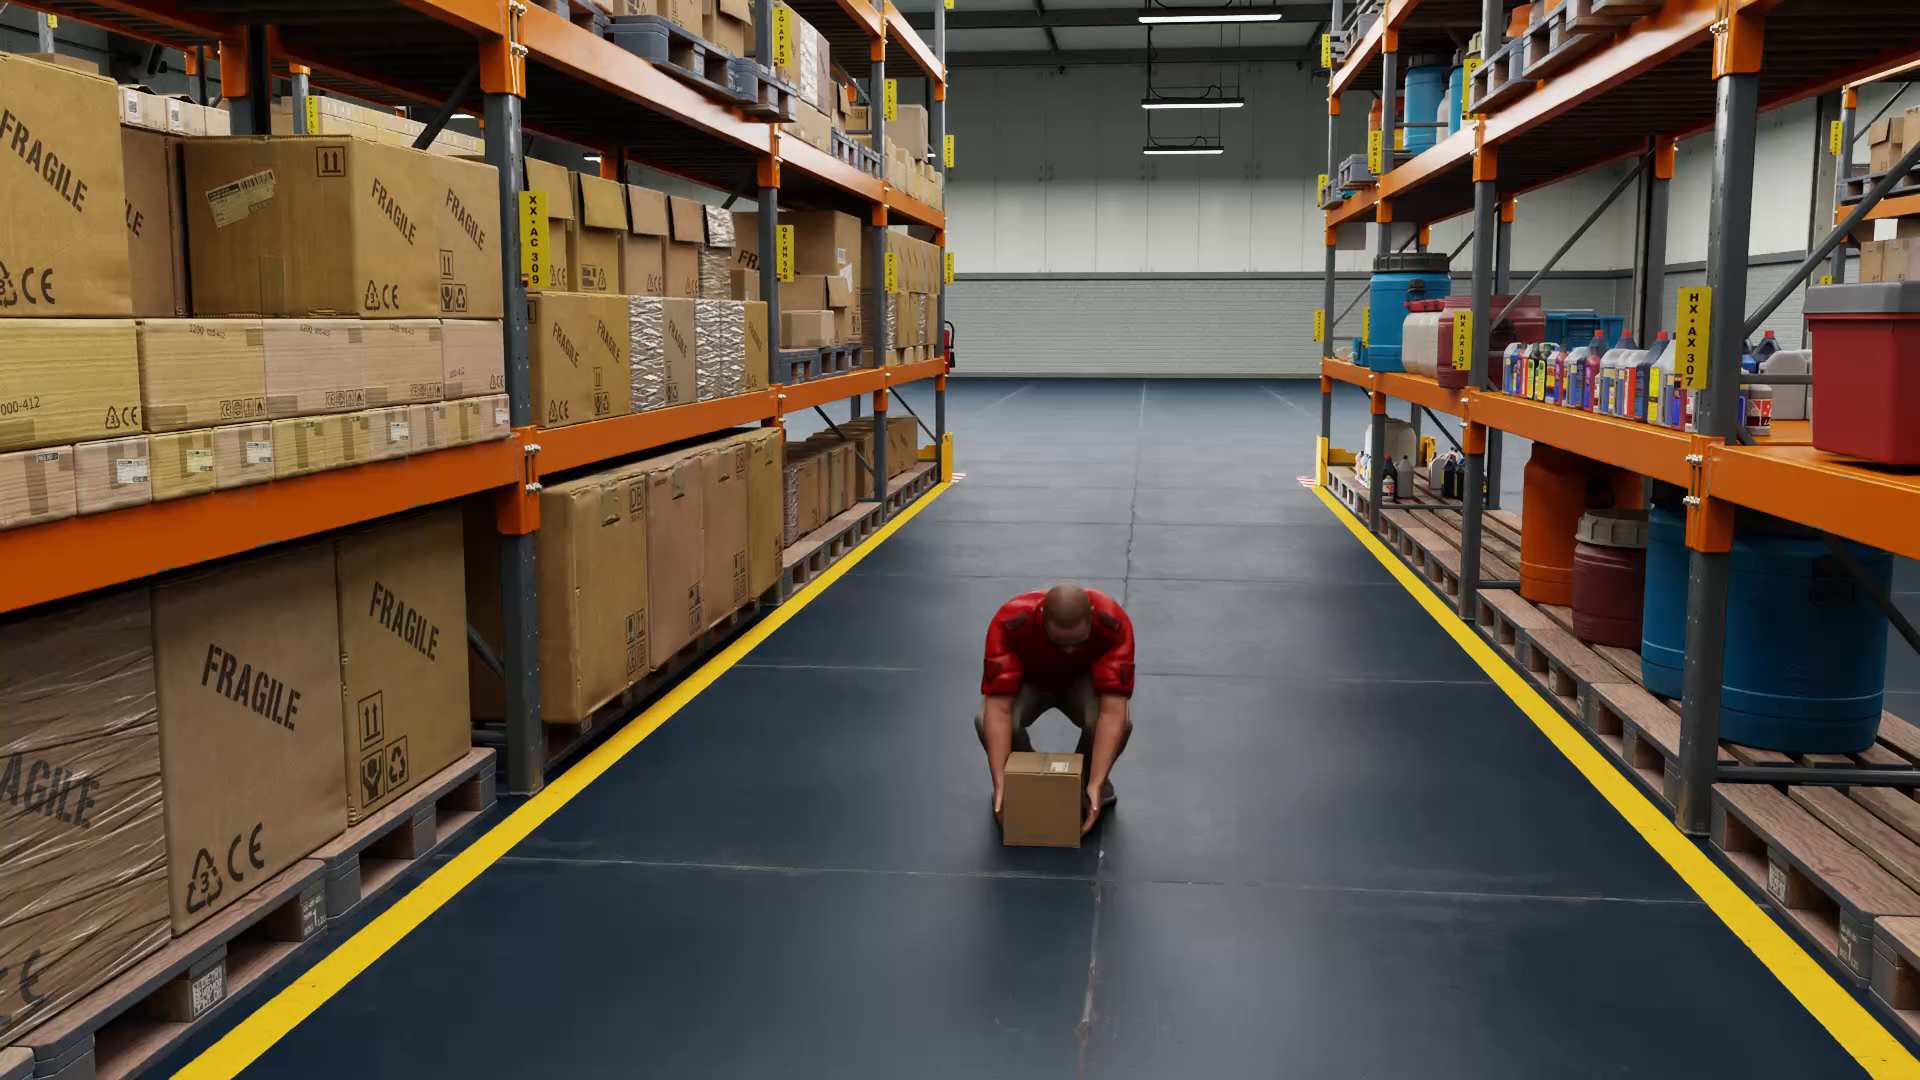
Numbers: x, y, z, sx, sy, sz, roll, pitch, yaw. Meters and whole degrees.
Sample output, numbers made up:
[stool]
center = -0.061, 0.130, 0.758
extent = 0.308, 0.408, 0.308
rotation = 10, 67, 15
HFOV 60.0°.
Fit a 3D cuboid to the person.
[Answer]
[person]
center = 0.332, 0.522, 5.790
extent = 0.553, 0.853, 0.860
rotation = 1, 8, 6
